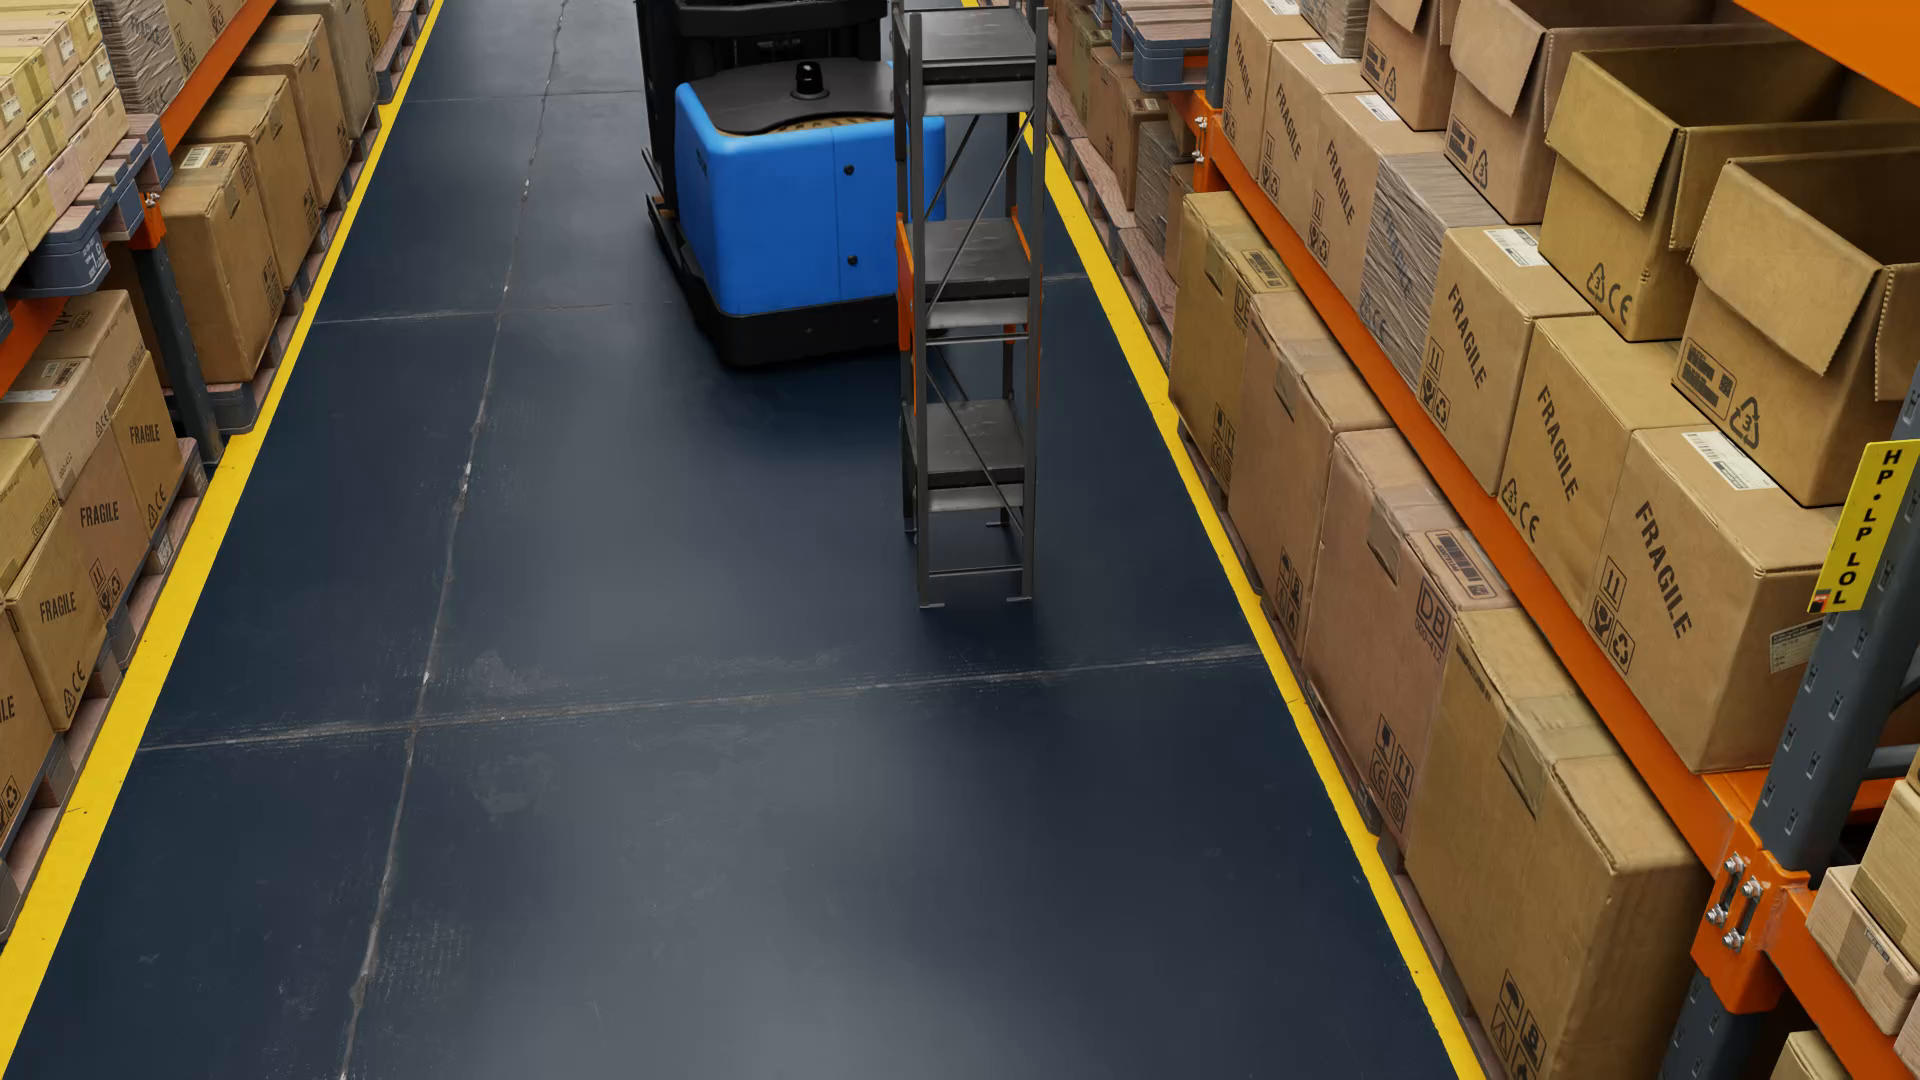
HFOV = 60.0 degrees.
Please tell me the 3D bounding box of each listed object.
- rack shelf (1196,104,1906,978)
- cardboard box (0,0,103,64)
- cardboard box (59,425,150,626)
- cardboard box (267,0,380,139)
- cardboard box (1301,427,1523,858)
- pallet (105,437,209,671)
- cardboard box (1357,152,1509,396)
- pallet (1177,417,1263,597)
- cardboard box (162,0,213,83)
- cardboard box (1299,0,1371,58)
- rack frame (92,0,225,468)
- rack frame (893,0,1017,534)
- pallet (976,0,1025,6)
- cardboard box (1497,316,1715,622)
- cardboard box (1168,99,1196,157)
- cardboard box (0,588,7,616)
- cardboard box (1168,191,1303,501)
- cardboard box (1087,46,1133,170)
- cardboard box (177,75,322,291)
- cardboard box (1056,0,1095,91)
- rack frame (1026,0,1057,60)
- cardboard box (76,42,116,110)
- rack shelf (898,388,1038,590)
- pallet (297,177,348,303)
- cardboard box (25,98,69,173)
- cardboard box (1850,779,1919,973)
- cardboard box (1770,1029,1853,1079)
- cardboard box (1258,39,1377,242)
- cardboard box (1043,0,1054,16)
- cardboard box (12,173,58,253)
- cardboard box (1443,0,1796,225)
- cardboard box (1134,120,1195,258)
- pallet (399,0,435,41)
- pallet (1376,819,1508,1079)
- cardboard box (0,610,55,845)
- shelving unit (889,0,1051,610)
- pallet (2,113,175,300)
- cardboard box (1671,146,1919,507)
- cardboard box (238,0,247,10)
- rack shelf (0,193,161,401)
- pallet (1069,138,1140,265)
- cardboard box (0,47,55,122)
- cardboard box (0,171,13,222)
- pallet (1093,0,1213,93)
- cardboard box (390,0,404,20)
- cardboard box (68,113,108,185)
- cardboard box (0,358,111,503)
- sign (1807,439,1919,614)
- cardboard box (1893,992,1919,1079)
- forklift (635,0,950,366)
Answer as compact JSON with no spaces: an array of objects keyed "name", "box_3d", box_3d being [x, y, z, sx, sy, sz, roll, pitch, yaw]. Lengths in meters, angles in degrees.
[{"name":"rack shelf","box_3d":[1.713,-0.437,4.867,1.077,0.370,4.000,-4,35,-6]},{"name":"cardboard box","box_3d":[-2.964,-1.608,5.268,0.380,0.149,0.250,-6,35,-8]},{"name":"cardboard box","box_3d":[-3.071,-0.034,5.483,0.500,0.500,0.500,-3,34,-4]},{"name":"cardboard box","box_3d":[-3.850,-2.668,9.126,1.050,0.750,0.750,-5,35,-7]},{"name":"cardboard box","box_3d":[1.755,0.232,4.760,1.225,0.875,0.875,-6,35,-8]},{"name":"pallet","box_3d":[-3.381,0.057,5.978,1.003,0.211,1.213,-4,35,-6]},{"name":"cardboard box","box_3d":[1.449,-0.747,4.594,0.500,0.500,0.500,-4,35,-6]},{"name":"pallet","box_3d":[1.475,-0.252,6.433,1.003,0.211,1.213,-4,35,-6]},{"name":"cardboard box","box_3d":[-3.349,-2.127,6.619,0.500,0.500,0.500,-5,35,-7]},{"name":"cardboard box","box_3d":[1.526,-1.897,5.390,0.797,0.503,0.637,-3,34,-5]},{"name":"rack frame","box_3d":[-3.484,-1.531,5.833,1.000,3.000,0.127,-4,35,-6]},{"name":"rack frame","box_3d":[-0.011,-0.911,5.723,0.400,2.100,0.015,-4,35,-6]},{"name":"pallet","box_3d":[0.613,-3.985,11.910,1.003,0.211,1.213,-4,35,-6]},{"name":"cardboard box","box_3d":[1.589,-0.177,3.757,0.500,0.500,0.500,-3,34,-5]},{"name":"cardboard box","box_3d":[1.243,-1.976,7.649,0.500,0.250,0.500,-1,34,-1]},{"name":"cardboard box","box_3d":[-2.922,0.236,4.421,0.500,0.250,0.500,-3,34,-5]},{"name":"cardboard box","box_3d":[1.516,-0.759,6.214,1.225,0.875,0.875,-6,35,-9]},{"name":"cardboard box","box_3d":[1.088,-2.307,8.801,0.700,0.500,0.500,-7,35,-10]},{"name":"cardboard box","box_3d":[-3.598,-1.609,7.573,1.050,0.750,0.750,-4,34,-6]},{"name":"cardboard box","box_3d":[0.967,-2.887,9.652,0.700,0.500,0.500,-7,35,-10]},{"name":"rack frame","box_3d":[0.906,-4.083,9.577,1.000,3.000,0.127,-4,35,-6]},{"name":"cardboard box","box_3d":[-2.967,-1.483,5.348,0.380,0.149,0.250,-4,34,-5]},{"name":"rack shelf","box_3d":[0.022,-0.186,5.925,0.431,0.518,0.480,-4,35,-6]},{"name":"pallet","box_3d":[-3.677,-1.504,8.269,1.003,0.211,1.213,-4,35,-6]},{"name":"cardboard box","box_3d":[-2.891,-1.187,4.914,0.380,0.149,0.250,-4,34,-5]},{"name":"cardboard box","box_3d":[1.786,0.603,2.571,0.500,0.250,0.500,-5,35,-7]},{"name":"cardboard box","box_3d":[1.991,1.461,2.957,0.875,0.875,0.875,-4,35,-6]},{"name":"cardboard box","box_3d":[1.311,-1.312,5.423,0.500,0.500,0.500,-5,35,-8]},{"name":"cardboard box","box_3d":[0.807,-3.768,10.963,0.500,0.500,0.500,6,35,9]},{"name":"cardboard box","box_3d":[-2.866,-0.939,4.814,0.380,0.149,0.250,-5,35,-7]},{"name":"cardboard box","box_3d":[1.708,-1.159,4.308,0.797,0.503,0.637,-3,34,-5]},{"name":"cardboard box","box_3d":[1.247,-1.680,7.881,0.700,0.500,0.500,-7,35,-10]},{"name":"pallet","box_3d":[-4.215,-3.723,11.526,1.003,0.211,1.213,-4,35,-6]},{"name":"pallet","box_3d":[1.804,1.109,4.435,1.003,0.211,1.213,-4,35,-6]},{"name":"cardboard box","box_3d":[-2.940,0.542,4.639,0.500,0.500,0.500,-4,34,-6]},{"name":"shelving unit","box_3d":[0.022,-0.775,5.523,0.431,2.100,0.503,-4,35,-6]},{"name":"pallet","box_3d":[-3.283,-1.062,5.315,1.213,0.211,1.003,-4,35,-6]},{"name":"cardboard box","box_3d":[1.888,-0.430,3.238,0.797,0.503,0.637,-5,35,-8]},{"name":"cardboard box","box_3d":[-3.481,-2.687,7.440,0.500,0.500,0.500,-5,35,-7]},{"name":"rack shelf","box_3d":[-3.215,-0.118,4.398,1.077,0.370,4.000,-4,35,-6]},{"name":"pallet","box_3d":[1.180,-1.814,8.724,1.003,0.211,1.213,-4,35,-6]},{"name":"cardboard box","box_3d":[-2.897,-1.321,4.847,0.380,0.149,0.250,-3,34,-5]},{"name":"cardboard box","box_3d":[-2.827,-0.908,4.505,0.380,0.149,0.250,-5,35,-7]},{"name":"pallet","box_3d":[1.243,-2.161,6.927,1.213,0.211,1.003,-4,35,-6]},{"name":"cardboard box","box_3d":[-4.163,-3.918,10.849,0.875,0.875,0.875,-4,34,-6]},{"name":"cardboard box","box_3d":[-2.931,-1.222,5.229,0.380,0.149,0.250,-4,35,-7]},{"name":"cardboard box","box_3d":[-3.054,-0.339,5.264,0.500,0.250,0.500,-4,34,-6]},{"name":"sign","box_3d":[1.446,-0.017,2.654,0.100,0.325,0.005,-4,35,-6]},{"name":"cardboard box","box_3d":[1.728,0.822,2.603,0.380,0.149,0.250,-5,35,-8]},{"name":"forklift","box_3d":[-0.987,-2.794,7.747,1.130,2.935,3.031,-11,36,-15]}]
